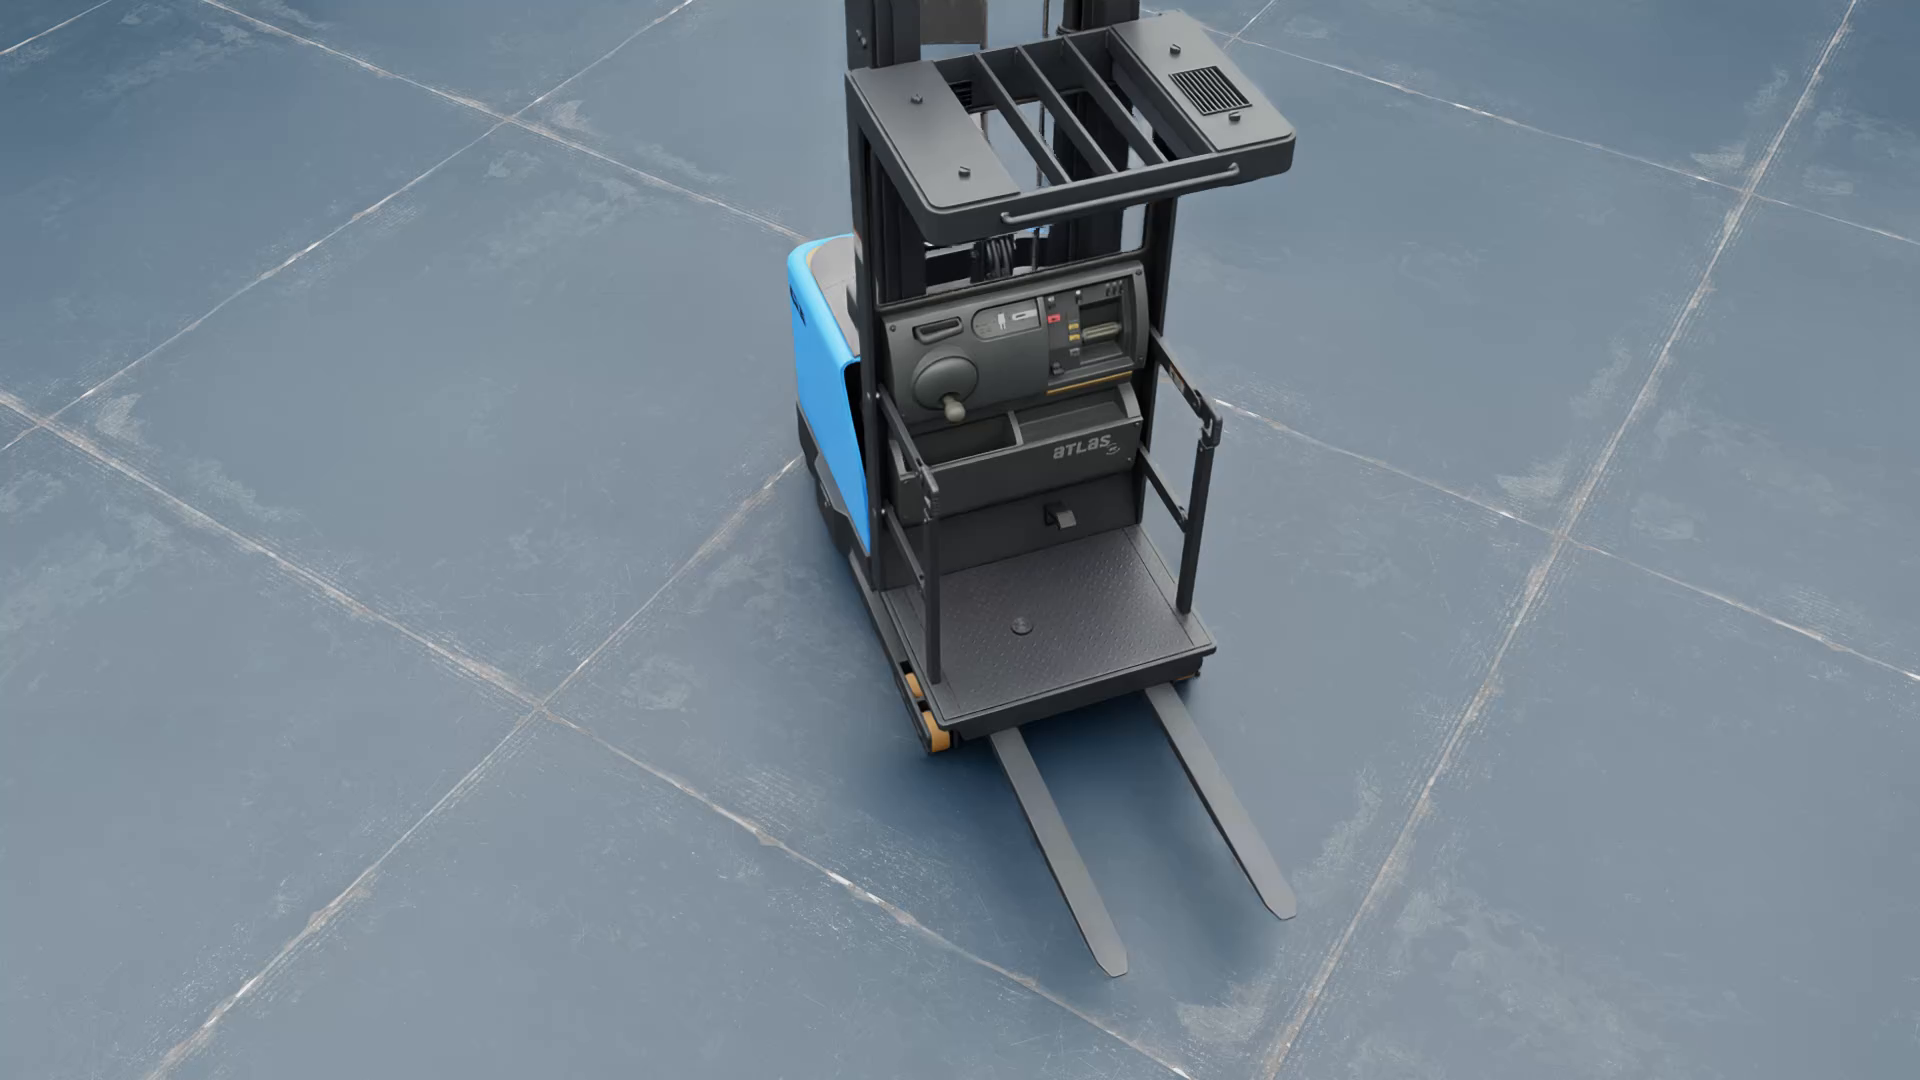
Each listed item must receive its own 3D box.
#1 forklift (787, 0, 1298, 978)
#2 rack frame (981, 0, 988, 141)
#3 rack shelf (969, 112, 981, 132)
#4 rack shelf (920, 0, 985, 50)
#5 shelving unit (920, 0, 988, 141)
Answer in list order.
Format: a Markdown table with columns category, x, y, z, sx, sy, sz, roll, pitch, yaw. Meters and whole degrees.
| category | x | y | z | sx | sy | sz | roll | pitch | yaw |
| --- | --- | --- | --- | --- | --- | --- | --- | --- | --- |
| forklift | 0.278 | -0.571 | 5.483 | 1.130 | 2.935 | 3.031 | -15 | 48 | -14 |
| rack frame | 0.102 | -1.576 | 7.033 | 0.015 | 2.100 | 0.400 | -1 | 46 | 0 |
| rack shelf | -0.142 | -1.562 | 7.042 | 0.480 | 0.518 | 0.431 | -1 | 46 | 0 |
| rack shelf | -0.148 | -2.050 | 6.540 | 0.480 | 0.518 | 0.431 | -1 | 46 | 0 |
| shelving unit | -0.142 | -1.572 | 7.032 | 0.503 | 2.100 | 0.431 | -1 | 46 | 0 |
